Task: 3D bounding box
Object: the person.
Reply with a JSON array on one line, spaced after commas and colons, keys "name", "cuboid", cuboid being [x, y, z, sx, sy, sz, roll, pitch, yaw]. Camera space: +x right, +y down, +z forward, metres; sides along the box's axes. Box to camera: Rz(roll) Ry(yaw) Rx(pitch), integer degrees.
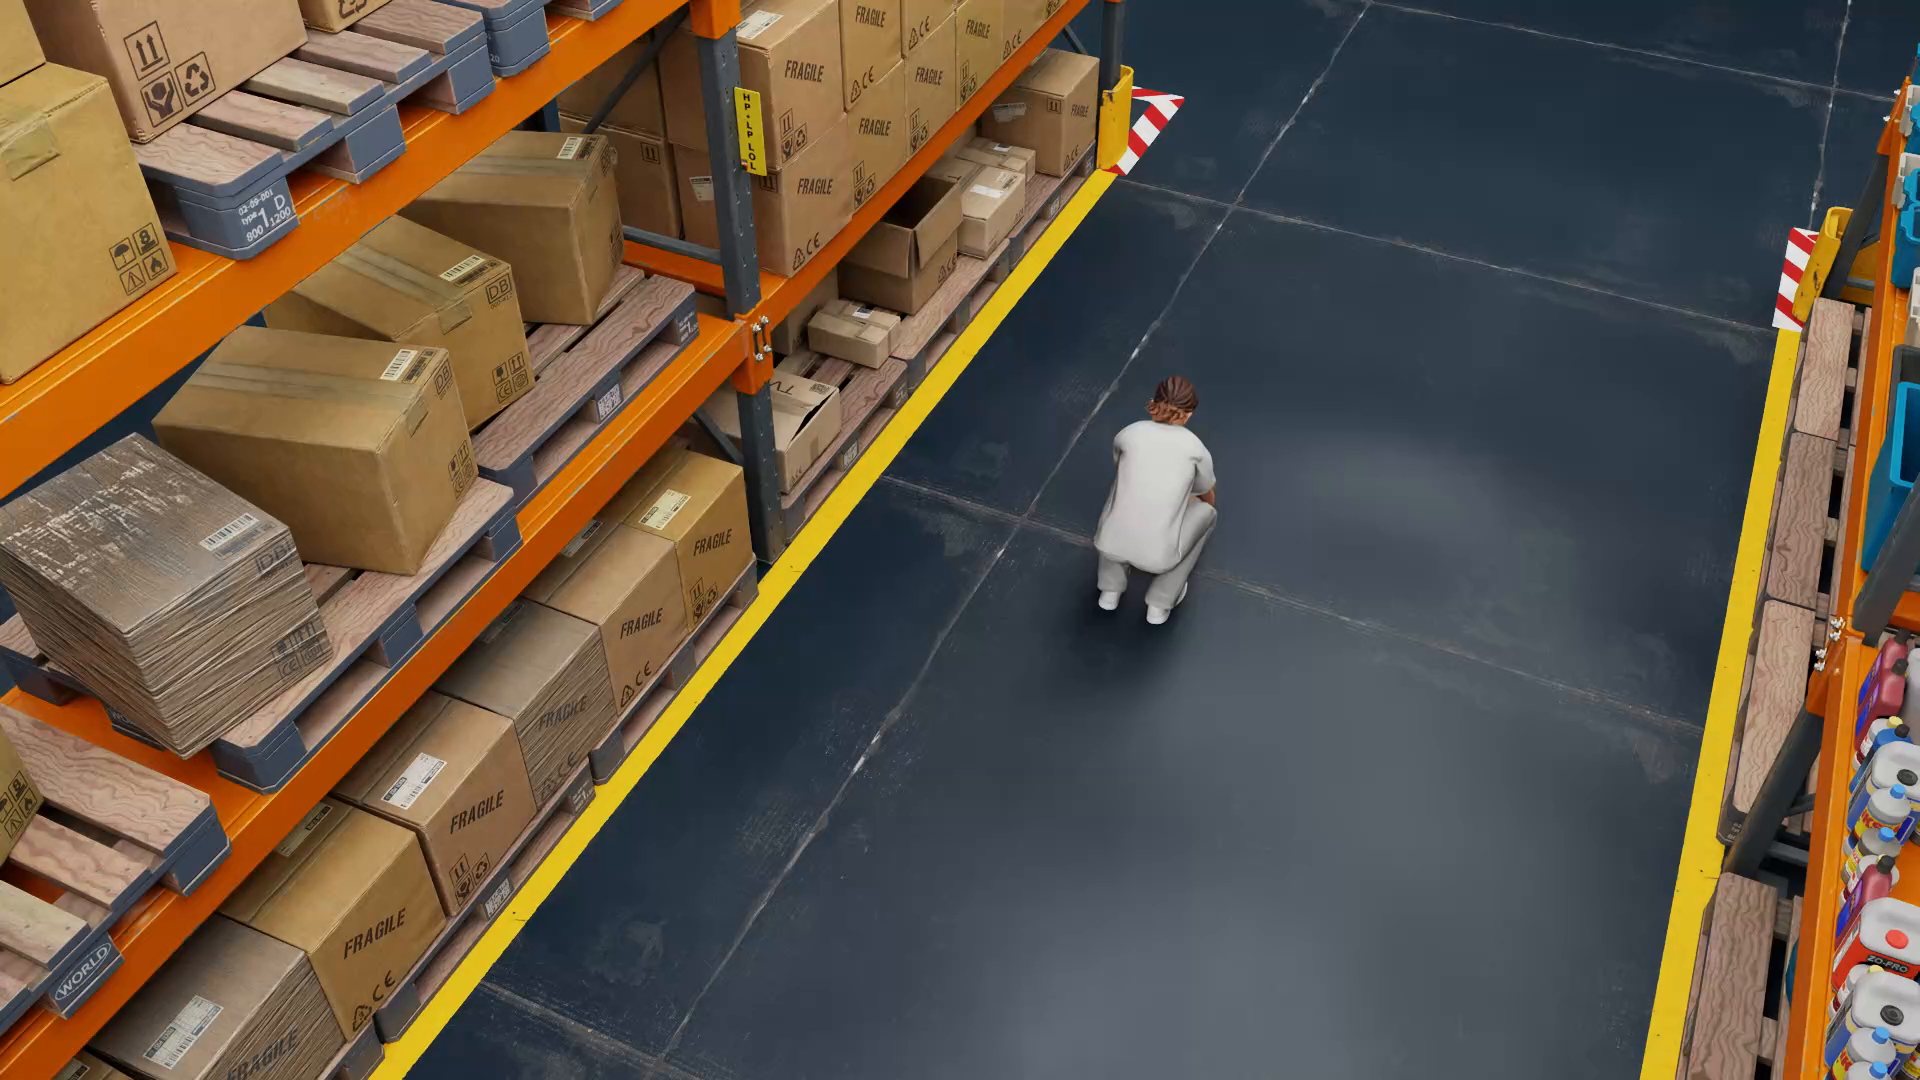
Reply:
[{"name": "person", "cuboid": [0.815, -0.154, 6.953, 0.484, 0.846, 0.801, 17, 45, 18]}]
